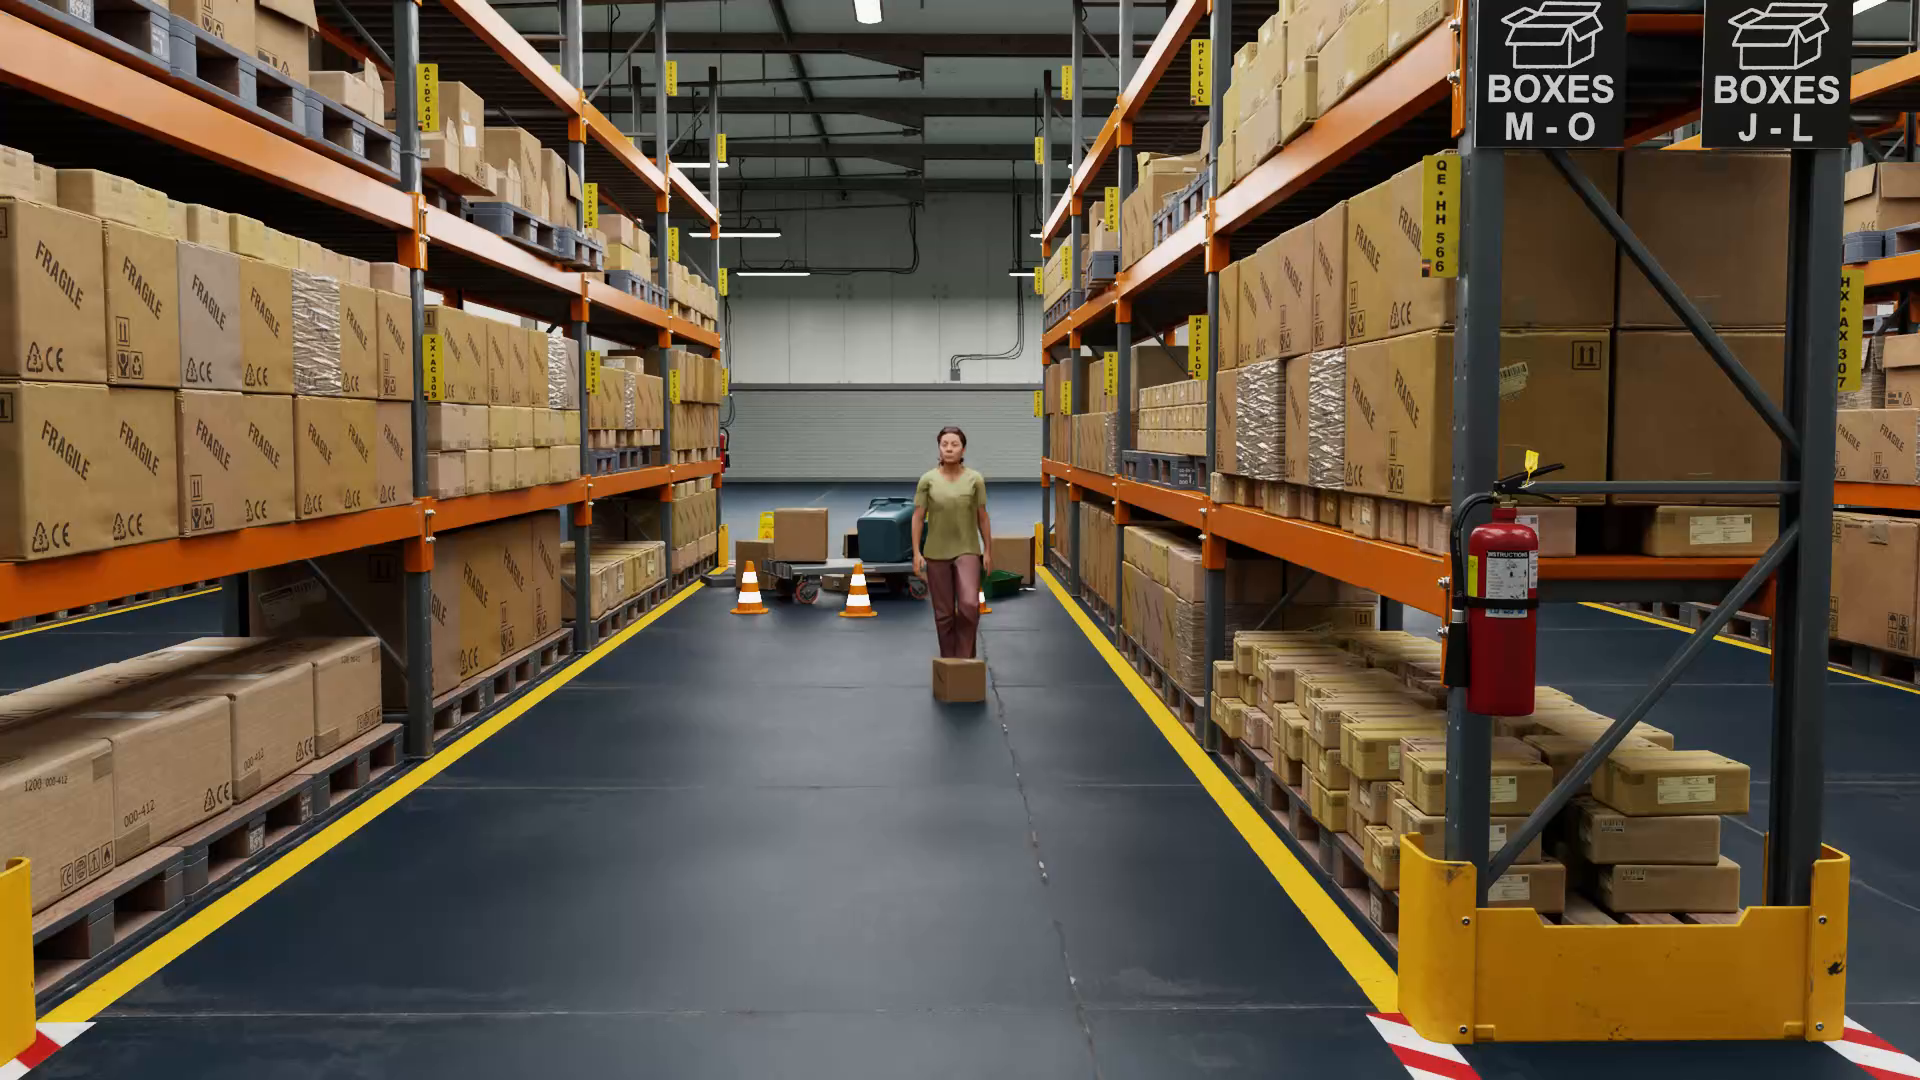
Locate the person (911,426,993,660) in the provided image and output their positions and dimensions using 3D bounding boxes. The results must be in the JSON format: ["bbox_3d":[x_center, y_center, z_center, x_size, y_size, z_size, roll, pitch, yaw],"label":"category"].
[{"bbox_3d":[-0.050,0.138,10.427,0.506,1.700,0.587,0,4,3],"label":"person"}]
